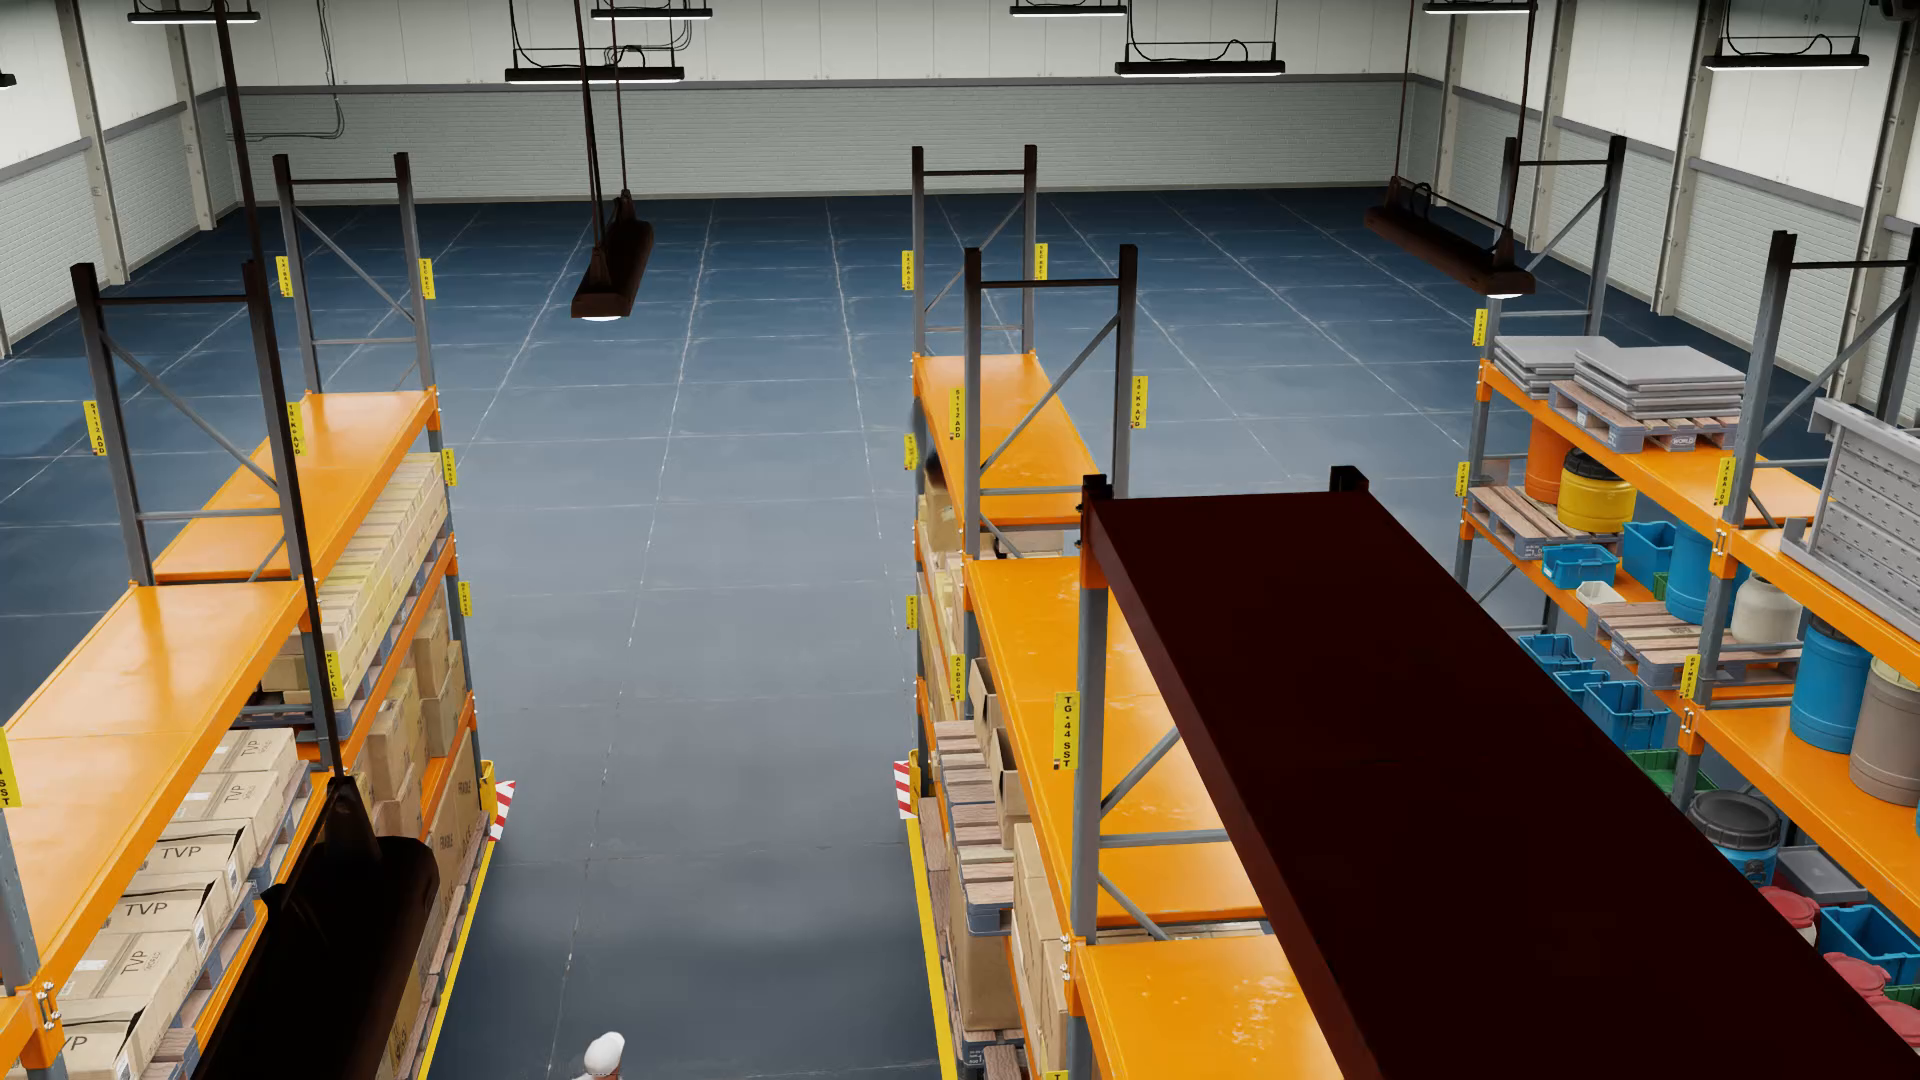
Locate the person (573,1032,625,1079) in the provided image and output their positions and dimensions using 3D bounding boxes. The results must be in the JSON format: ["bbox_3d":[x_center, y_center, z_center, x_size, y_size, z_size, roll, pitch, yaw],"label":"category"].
[{"bbox_3d":[-2.071,3.734,9.813,0.607,1.856,0.791,0,22,0],"label":"person"}]
